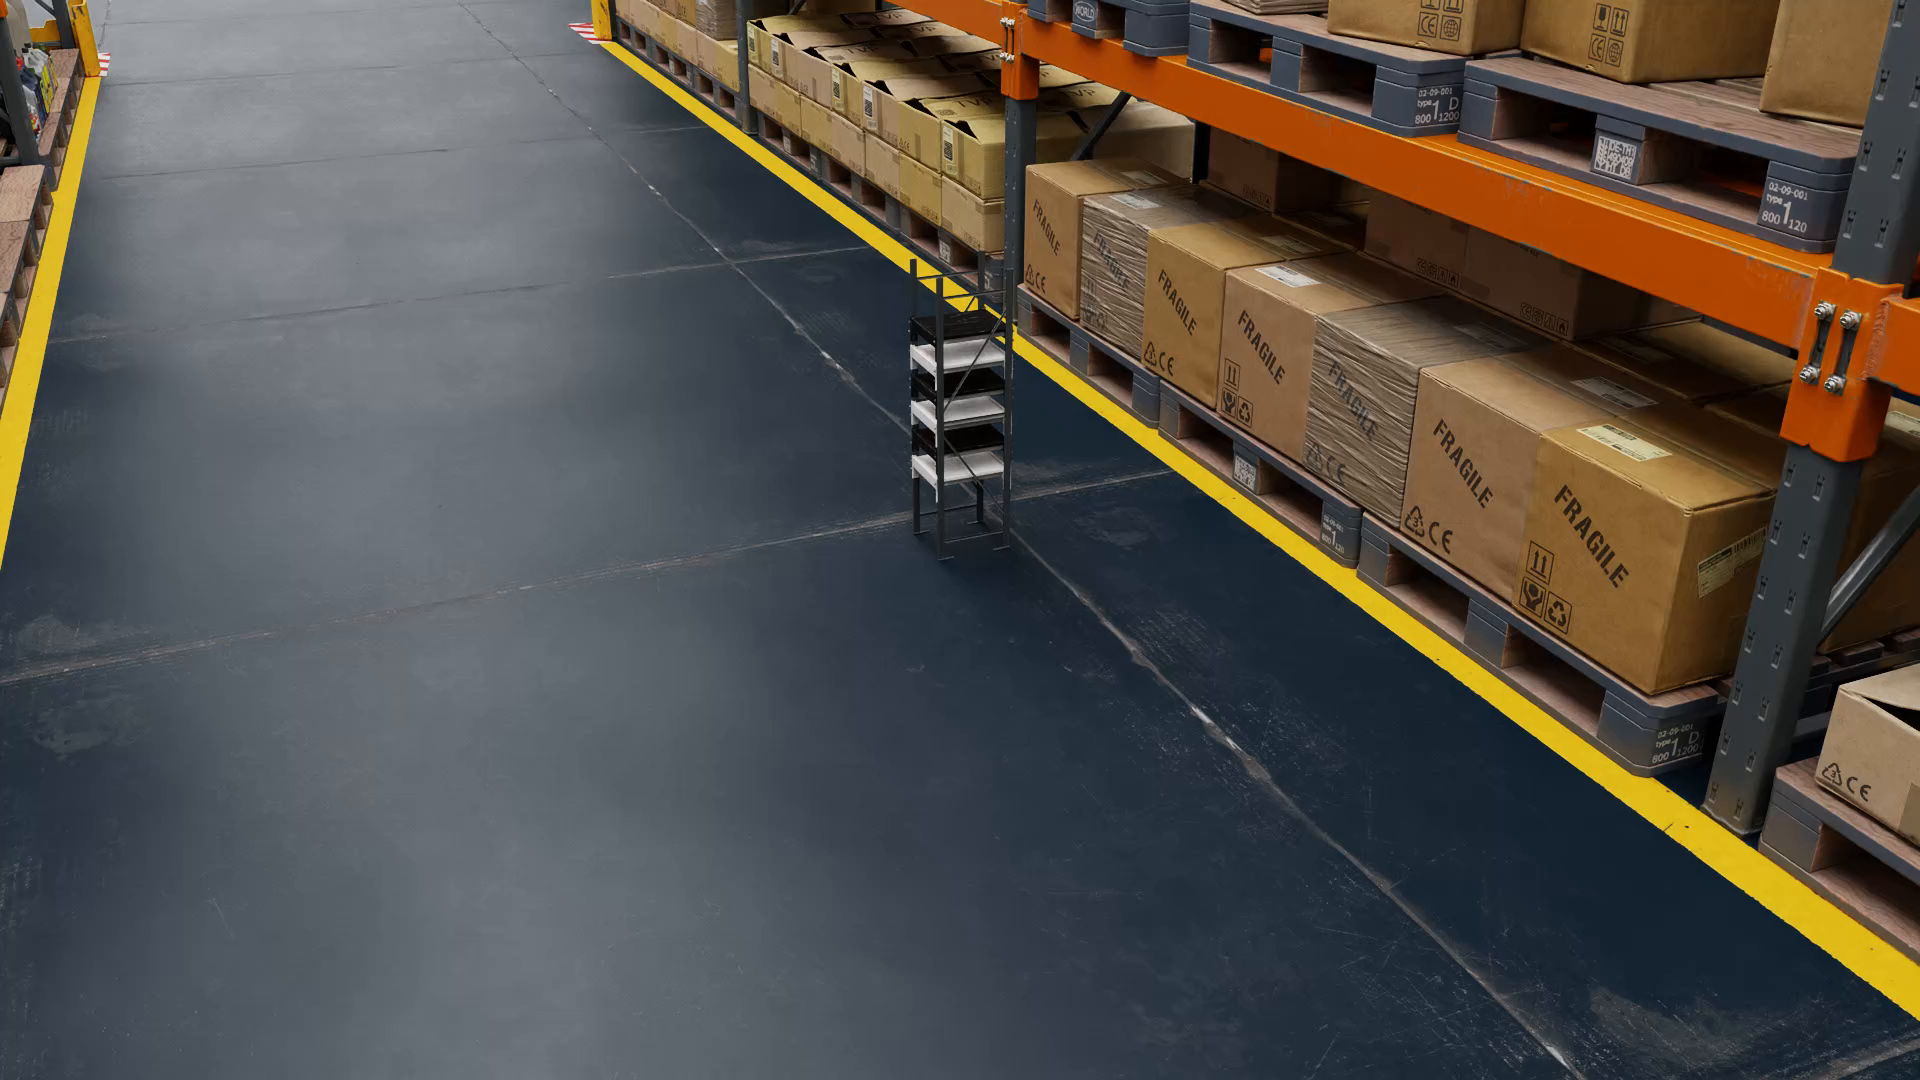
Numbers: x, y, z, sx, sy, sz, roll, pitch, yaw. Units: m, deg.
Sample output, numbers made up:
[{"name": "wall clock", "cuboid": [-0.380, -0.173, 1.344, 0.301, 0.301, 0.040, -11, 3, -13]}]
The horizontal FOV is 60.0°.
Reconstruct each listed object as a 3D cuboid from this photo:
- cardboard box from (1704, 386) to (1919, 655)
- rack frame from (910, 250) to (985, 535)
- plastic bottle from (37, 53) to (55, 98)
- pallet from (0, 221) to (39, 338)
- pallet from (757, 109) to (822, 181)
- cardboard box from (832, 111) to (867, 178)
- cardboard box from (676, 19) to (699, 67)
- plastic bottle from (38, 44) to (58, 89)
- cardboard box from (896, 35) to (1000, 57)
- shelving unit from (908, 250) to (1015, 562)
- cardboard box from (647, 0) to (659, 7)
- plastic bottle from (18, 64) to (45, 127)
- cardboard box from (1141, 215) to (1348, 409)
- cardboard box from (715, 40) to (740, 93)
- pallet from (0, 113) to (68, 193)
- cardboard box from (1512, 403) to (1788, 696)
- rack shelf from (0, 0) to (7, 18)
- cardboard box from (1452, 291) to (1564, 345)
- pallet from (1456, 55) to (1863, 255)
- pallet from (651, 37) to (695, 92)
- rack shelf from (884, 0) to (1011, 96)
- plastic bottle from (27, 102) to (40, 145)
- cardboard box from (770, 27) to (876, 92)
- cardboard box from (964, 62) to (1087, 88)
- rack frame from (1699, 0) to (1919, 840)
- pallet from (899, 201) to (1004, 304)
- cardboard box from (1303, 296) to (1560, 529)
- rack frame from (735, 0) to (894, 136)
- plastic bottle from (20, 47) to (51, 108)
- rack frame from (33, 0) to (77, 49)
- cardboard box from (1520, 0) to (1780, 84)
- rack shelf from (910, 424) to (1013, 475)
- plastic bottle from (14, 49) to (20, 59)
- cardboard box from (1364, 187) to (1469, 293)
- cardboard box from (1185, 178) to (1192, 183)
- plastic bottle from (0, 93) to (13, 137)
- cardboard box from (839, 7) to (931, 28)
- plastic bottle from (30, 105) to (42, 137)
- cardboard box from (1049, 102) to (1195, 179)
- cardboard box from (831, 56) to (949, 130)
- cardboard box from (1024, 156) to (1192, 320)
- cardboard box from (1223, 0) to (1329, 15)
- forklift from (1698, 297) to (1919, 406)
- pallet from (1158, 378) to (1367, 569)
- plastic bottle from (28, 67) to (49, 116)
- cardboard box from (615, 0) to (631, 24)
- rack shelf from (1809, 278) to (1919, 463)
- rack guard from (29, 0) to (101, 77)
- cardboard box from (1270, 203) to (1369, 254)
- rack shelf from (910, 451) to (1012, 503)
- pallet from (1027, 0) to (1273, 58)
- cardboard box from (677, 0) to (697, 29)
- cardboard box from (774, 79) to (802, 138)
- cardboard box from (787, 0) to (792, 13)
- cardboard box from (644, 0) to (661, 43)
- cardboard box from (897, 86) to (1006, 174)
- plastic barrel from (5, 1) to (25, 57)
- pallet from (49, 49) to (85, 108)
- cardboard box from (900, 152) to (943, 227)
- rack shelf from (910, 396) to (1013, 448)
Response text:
[{"name": "cardboard box", "cuboid": [2.271, -0.079, 4.341, 0.500, 0.500, 0.500, -12, 28, -23]}, {"name": "rack frame", "cuboid": [-0.037, -0.442, 5.130, 0.240, 0.900, 0.006, -11, 28, -21]}, {"name": "plastic bottle", "cuboid": [-5.772, -2.907, 10.389, 0.152, 0.276, 0.135, -11, 28, -22]}, {"name": "pallet", "cuboid": [-4.631, -1.091, 7.243, 1.003, 0.211, 1.213, -11, 28, -21]}, {"name": "pallet", "cuboid": [-0.573, -2.453, 10.034, 1.003, 0.211, 1.213, -11, 28, -21]}, {"name": "cardboard box", "cuboid": [-0.364, -2.124, 8.837, 0.500, 0.250, 0.500, -10, 28, -20]}, {"name": "cardboard box", "cuboid": [-1.676, -3.503, 11.660, 0.500, 0.250, 0.500, -11, 28, -21]}, {"name": "plastic bottle", "cuboid": [-5.837, -3.029, 10.630, 0.061, 0.283, 0.133, -10, 28, -19]}, {"name": "cardboard box", "cuboid": [-0.072, -2.677, 9.330, 0.500, 0.311, 0.500, -11, 28, -21]}, {"name": "shelving unit", "cuboid": [0.003, -0.401, 5.046, 0.258, 0.900, 0.210, -11, 28, -21]}, {"name": "cardboard box", "cuboid": [-2.053, -4.246, 12.328, 0.500, 0.500, 0.500, -11, 28, -21]}, {"name": "plastic bottle", "cuboid": [-5.390, -2.552, 9.576, 0.144, 0.351, 0.185, -10, 28, -19]}, {"name": "cardboard box", "cuboid": [0.987, -0.810, 5.838, 0.500, 0.500, 0.500, -11, 28, -21]}, {"name": "cardboard box", "cuboid": [-1.280, -3.100, 10.835, 0.500, 0.250, 0.500, -11, 28, -21]}, {"name": "pallet", "cuboid": [-5.681, -2.173, 9.459, 1.003, 0.211, 1.213, -11, 28, -21]}, {"name": "cardboard box", "cuboid": [1.779, 0.008, 4.162, 0.500, 0.500, 0.500, -11, 28, -21]}, {"name": "rack shelf", "cuboid": [-4.673, -2.017, 6.782, 1.077, 0.370, 4.000, -11, 28, -21]}, {"name": "cardboard box", "cuboid": [1.863, -0.495, 5.194, 0.500, 0.500, 0.500, -10, 28, -20]}, {"name": "pallet", "cuboid": [2.023, -1.023, 4.144, 1.003, 0.211, 1.213, -11, 28, -21]}, {"name": "pallet", "cuboid": [-1.652, -3.566, 12.312, 1.003, 0.211, 1.213, -11, 28, -21]}, {"name": "rack shelf", "cuboid": [-0.114, -2.866, 8.522, 1.077, 0.370, 4.000, -11, 28, -21]}, {"name": "plastic bottle", "cuboid": [-5.178, -2.323, 9.197, 0.097, 0.271, 0.097, 0, 26, 0]}, {"name": "cardboard box", "cuboid": [-0.773, -2.790, 9.561, 0.500, 0.311, 0.500, -11, 28, -21]}, {"name": "cardboard box", "cuboid": [0.324, -2.266, 8.489, 0.500, 0.311, 0.500, -11, 28, -22]}, {"name": "rack frame", "cuboid": [2.236, -0.767, 3.403, 1.000, 3.000, 0.127, -11, 28, -21]}, {"name": "pallet", "cuboid": [0.383, -1.468, 8.017, 1.003, 0.211, 1.213, -11, 28, -21]}, {"name": "cardboard box", "cuboid": [1.397, -0.395, 4.988, 0.500, 0.500, 0.500, -10, 28, -20]}, {"name": "rack frame", "cuboid": [-0.897, -3.997, 10.018, 1.000, 3.000, 0.127, -11, 28, -21]}, {"name": "plastic bottle", "cuboid": [-5.631, -2.800, 10.083, 0.144, 0.351, 0.185, -11, 28, -21]}, {"name": "rack frame", "cuboid": [-7.023, -4.762, 11.585, 1.000, 3.000, 0.127, -11, 28, -21]}, {"name": "cardboard box", "cuboid": [1.929, -1.497, 4.306, 0.700, 0.500, 0.500, -6, 27, -12]}, {"name": "rack shelf", "cuboid": [0.003, -0.290, 5.100, 0.258, 0.077, 0.200, -11, 28, -21]}, {"name": "plastic bottle", "cuboid": [-5.924, -2.948, 10.464, 0.061, 0.283, 0.133, -11, 28, -21]}, {"name": "cardboard box", "cuboid": [1.682, -1.022, 5.417, 0.500, 0.250, 0.500, -11, 28, -22]}, {"name": "cardboard box", "cuboid": [0.735, -1.597, 7.758, 0.500, 0.250, 0.500, -11, 28, -21]}, {"name": "plastic bottle", "cuboid": [-5.427, -2.436, 9.415, 0.061, 0.283, 0.133, -11, 28, -21]}, {"name": "cardboard box", "cuboid": [-0.475, -3.088, 10.172, 0.500, 0.311, 0.500, -11, 28, -21]}, {"name": "plastic bottle", "cuboid": [-5.257, -2.374, 9.381, 0.097, 0.201, 0.097, 0, 26, 0]}, {"name": "cardboard box", "cuboid": [0.735, -1.849, 7.635, 0.500, 0.311, 0.500, -10, 28, -19]}, {"name": "cardboard box", "cuboid": [-0.361, -2.372, 8.706, 0.500, 0.311, 0.500, -10, 28, -19]}, {"name": "cardboard box", "cuboid": [0.585, -1.224, 6.685, 0.500, 0.500, 0.500, -9, 28, -18]}, {"name": "cardboard box", "cuboid": [1.202, -1.979, 5.292, 0.700, 0.500, 0.500, -5, 27, -11]}, {"name": "forklift", "cuboid": [3.187, -1.717, 5.425, 1.130, 2.935, 3.031, -10, 28, -19]}, {"name": "pallet", "cuboid": [1.401, -0.329, 5.684, 1.003, 0.211, 1.213, -11, 28, -21]}, {"name": "plastic bottle", "cuboid": [-5.491, -2.672, 9.898, 0.061, 0.283, 0.133, -9, 28, -18]}, {"name": "cardboard box", "cuboid": [-2.458, -4.310, 13.314, 0.500, 0.250, 0.500, -11, 28, -21]}, {"name": "rack shelf", "cuboid": [3.019, 0.363, 1.907, 1.077, 0.370, 4.000, -11, 28, -21]}, {"name": "rack guard", "cuboid": [-6.950, -3.616, 12.087, 1.175, 0.500, 0.348, -11, 28, -21]}, {"name": "cardboard box", "cuboid": [1.454, -0.910, 6.043, 0.500, 0.500, 0.500, -12, 28, -22]}, {"name": "rack shelf", "cuboid": [0.003, -0.209, 5.139, 0.258, 0.077, 0.200, -11, 28, -21]}, {"name": "pallet", "cuboid": [1.000, -2.034, 6.217, 1.213, 0.211, 1.003, -11, 28, -21]}, {"name": "cardboard box", "cuboid": [-1.664, -3.842, 11.500, 0.500, 0.500, 0.500, -11, 28, -21]}, {"name": "cardboard box", "cuboid": [-0.768, -2.538, 9.685, 0.500, 0.250, 0.500, -10, 28, -19]}, {"name": "cardboard box", "cuboid": [-0.994, -3.729, 11.269, 0.500, 0.500, 0.500, -11, 28, -21]}, {"name": "cardboard box", "cuboid": [-2.064, -3.907, 12.489, 0.500, 0.250, 0.500, -11, 28, -21]}, {"name": "cardboard box", "cuboid": [0.028, -1.965, 7.872, 0.500, 0.311, 0.500, -11, 28, -21]}, {"name": "plastic barrel", "cuboid": [-6.498, -3.378, 11.107, 0.421, 0.512, 0.421, 0, 26, 0]}, {"name": "pallet", "cuboid": [-6.636, -3.158, 11.477, 1.003, 0.211, 1.213, -11, 28, -21]}, {"name": "cardboard box", "cuboid": [0.034, -1.713, 7.996, 0.500, 0.250, 0.500, -11, 28, -21]}, {"name": "rack shelf", "cuboid": [0.003, -0.371, 5.060, 0.258, 0.077, 0.200, -11, 28, -21]}]
